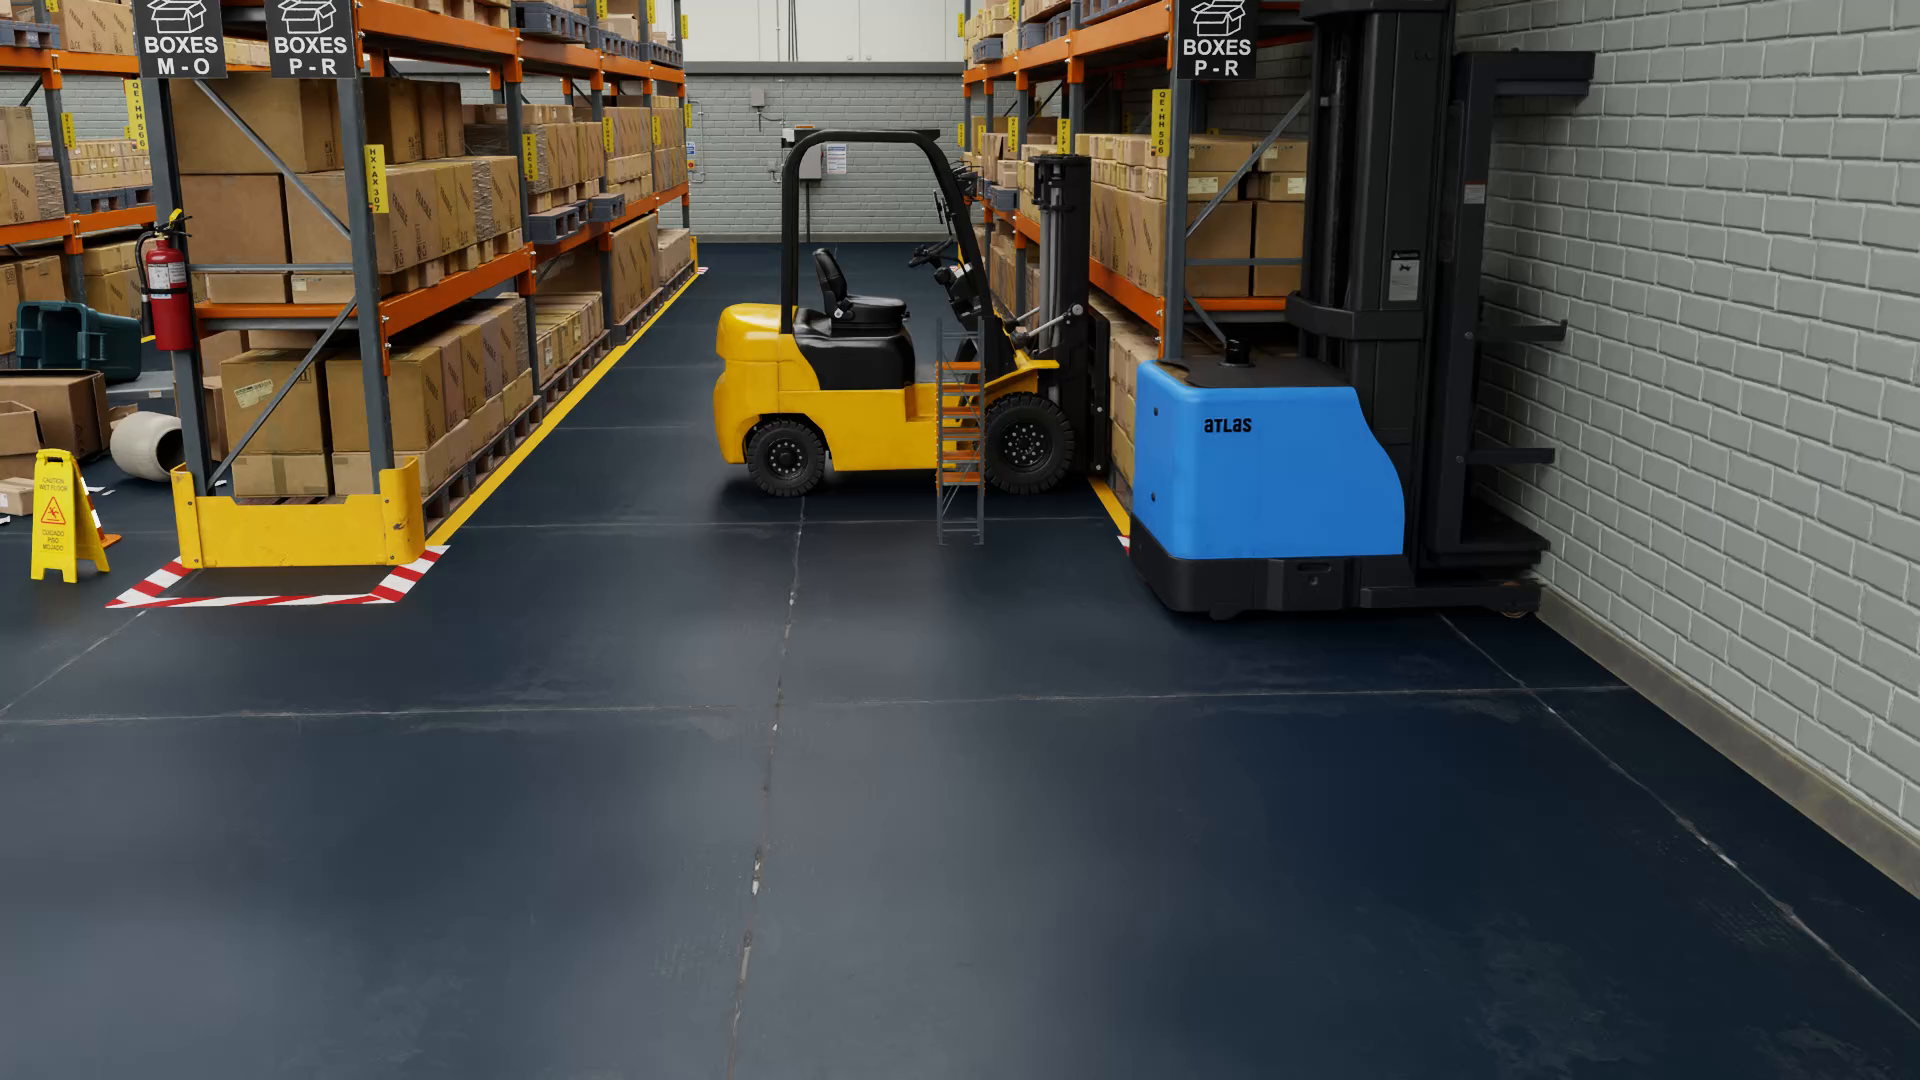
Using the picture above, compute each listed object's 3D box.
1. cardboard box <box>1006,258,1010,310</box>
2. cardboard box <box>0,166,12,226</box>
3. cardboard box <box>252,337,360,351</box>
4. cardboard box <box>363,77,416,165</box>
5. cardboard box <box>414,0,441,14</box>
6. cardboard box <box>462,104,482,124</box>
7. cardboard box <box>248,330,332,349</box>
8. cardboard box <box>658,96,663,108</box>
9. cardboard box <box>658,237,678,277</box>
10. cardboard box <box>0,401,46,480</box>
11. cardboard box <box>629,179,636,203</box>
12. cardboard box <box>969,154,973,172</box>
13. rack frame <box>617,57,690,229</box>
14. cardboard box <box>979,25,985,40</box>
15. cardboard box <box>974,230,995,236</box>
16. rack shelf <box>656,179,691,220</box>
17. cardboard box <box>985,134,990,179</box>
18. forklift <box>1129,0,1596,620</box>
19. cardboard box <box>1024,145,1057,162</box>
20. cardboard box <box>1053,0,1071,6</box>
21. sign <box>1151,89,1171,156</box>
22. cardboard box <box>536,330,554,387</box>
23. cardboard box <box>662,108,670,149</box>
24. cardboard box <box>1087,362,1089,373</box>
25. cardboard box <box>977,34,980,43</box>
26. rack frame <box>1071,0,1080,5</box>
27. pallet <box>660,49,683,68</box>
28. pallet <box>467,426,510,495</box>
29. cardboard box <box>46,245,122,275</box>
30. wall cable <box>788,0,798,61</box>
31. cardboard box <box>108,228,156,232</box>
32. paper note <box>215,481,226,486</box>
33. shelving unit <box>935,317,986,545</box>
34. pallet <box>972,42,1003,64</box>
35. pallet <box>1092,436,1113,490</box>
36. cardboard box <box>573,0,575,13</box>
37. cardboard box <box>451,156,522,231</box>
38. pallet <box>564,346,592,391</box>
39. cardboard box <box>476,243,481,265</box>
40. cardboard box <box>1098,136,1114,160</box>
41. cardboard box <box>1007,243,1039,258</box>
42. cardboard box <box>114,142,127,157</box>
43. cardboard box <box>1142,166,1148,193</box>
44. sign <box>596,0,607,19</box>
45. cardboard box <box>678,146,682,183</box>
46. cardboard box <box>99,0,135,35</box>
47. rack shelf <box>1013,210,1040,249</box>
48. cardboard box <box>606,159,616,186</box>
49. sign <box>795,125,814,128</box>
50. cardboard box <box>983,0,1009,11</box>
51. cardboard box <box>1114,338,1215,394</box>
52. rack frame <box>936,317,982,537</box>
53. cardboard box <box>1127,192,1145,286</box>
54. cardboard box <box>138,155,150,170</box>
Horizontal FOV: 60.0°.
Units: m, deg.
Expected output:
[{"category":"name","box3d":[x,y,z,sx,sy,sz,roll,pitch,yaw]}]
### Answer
[{"category":"cardboard box","box3d":[0.760,-2.756,17.894,0.500,0.500,0.500,0,14,-1]},{"category":"cardboard box","box3d":[-8.475,-2.920,14.155,0.500,0.500,0.500,-1,14,-4]},{"category":"cardboard box","box3d":[-3.747,-0.900,9.674,0.500,0.500,0.500,0,14,-1]},{"category":"cardboard box","box3d":[-3.702,-2.518,9.988,0.700,0.500,0.500,-1,14,-4]},{"category":"cardboard box","box3d":[-3.182,-3.080,9.461,0.380,0.149,0.250,-1,14,-3]},{"category":"cardboard box","box3d":[-3.959,-3.327,12.996,0.380,0.149,0.250,-1,14,-5]},{"category":"cardboard box","box3d":[-3.801,-1.174,9.440,0.380,0.149,0.250,0,14,-2]},{"category":"cardboard box","box3d":[-3.937,-5.509,20.910,0.380,0.149,0.250,-1,14,-5]},{"category":"cardboard box","box3d":[-4.133,-3.667,21.559,0.875,0.438,0.875,-1,14,-5]},{"category":"cardboard box","box3d":[-6.037,-0.529,10.071,0.797,0.503,0.637,-13,20,-42]},{"category":"cardboard box","box3d":[-3.787,-3.763,17.934,0.500,0.250,0.500,-1,14,-3]},{"category":"cardboard box","box3d":[0.386,-5.100,22.531,0.500,0.250,0.500,-1,14,-4]},{"category":"rack frame","box3d":[-4.393,-5.319,23.680,1.000,3.000,0.127,-1,14,-3]},{"category":"cardboard box","box3d":[0.412,-5.839,19.143,0.380,0.149,0.250,-1,14,-3]},{"category":"cardboard box","box3d":[0.451,-3.890,22.298,0.500,0.500,0.500,-1,14,-2]},{"category":"rack shelf","box3d":[-4.269,-4.473,21.836,1.077,0.370,4.000,-1,14,-3]},{"category":"cardboard box","box3d":[0.647,-4.401,19.069,0.700,0.500,0.500,-1,14,-3]},{"category":"forklift","box3d":[2.403,-1.190,7.771,3.031,2.935,1.130,-1,14,-6]},{"category":"cardboard box","box3d":[0.800,-3.620,15.572,0.380,0.149,0.250,-1,14,-2]},{"category":"cardboard box","box3d":[0.933,-4.264,13.020,0.380,0.149,0.250,-1,14,-4]},{"category":"sign","box3d":[1.010,-2.088,8.323,0.100,0.325,0.005,-1,14,-3]},{"category":"cardboard box","box3d":[-3.685,-1.396,12.863,0.950,0.372,0.625,-1,14,-3]},{"category":"cardboard box","box3d":[-3.979,-5.232,21.136,0.500,0.500,0.500,-1,14,-2]},{"category":"cardboard box","box3d":[1.079,-1.151,11.151,0.500,0.250,0.500,-1,14,-4]},{"category":"cardboard box","box3d":[0.486,-6.171,20.676,0.500,0.250,0.500,-1,14,-5]},{"category":"rack frame","box3d":[1.304,-5.318,11.635,1.000,3.000,0.127,-1,14,-3]},{"category":"pallet","box3d":[-4.337,-6.545,22.601,1.003,0.211,1.213,-1,14,-3]},{"category":"pallet","box3d":[-3.494,-0.514,10.599,1.003,0.211,1.213,-1,14,-3]},{"category":"cardboard box","box3d":[-8.633,-2.759,16.399,0.500,0.250,0.500,-2,15,-6]},{"category":"wall cable","box3d":[-1.493,-9.698,28.582,2.988,3.039,0.133,-1,14,-3]},{"category":"cardboard box","box3d":[-9.297,-3.391,18.855,0.500,0.250,0.500,-2,15,-6]},{"category":"paper note","box3d":[-4.653,-0.360,10.363,0.142,0.019,0.148,-6,16,-23]},{"category":"shelving unit","box3d":[0.001,-0.577,8.863,0.258,1.200,0.189,-1,14,-3]},{"category":"pallet","box3d":[0.779,-5.600,19.130,1.213,0.211,1.003,-1,14,-3]},{"category":"pallet","box3d":[1.390,-0.559,10.776,1.003,0.211,1.213,-1,14,-3]},{"category":"cardboard box","box3d":[-4.071,-5.127,15.864,0.797,0.503,0.637,-2,15,-7]},{"category":"cardboard box","box3d":[-3.374,-2.421,11.617,0.500,0.500,0.500,-1,14,-5]},{"category":"pallet","box3d":[-3.778,-1.482,14.363,1.003,0.211,1.213,-1,14,-3]},{"category":"cardboard box","box3d":[-3.273,-1.821,10.589,0.380,0.149,0.250,-1,14,-4]},{"category":"cardboard box","box3d":[1.116,-2.578,10.928,0.380,0.149,0.250,-1,14,-4]},{"category":"cardboard box","box3d":[0.719,-3.163,18.173,0.380,0.149,0.250,-2,15,-6]},{"category":"cardboard box","box3d":[-8.731,-3.977,16.930,0.380,0.149,0.250,0,14,-1]},{"category":"cardboard box","box3d":[1.247,-2.052,9.481,0.380,0.149,0.250,-1,14,-4]},{"category":"sign","box3d":[-3.356,-5.040,15.540,0.100,0.325,0.005,-1,14,-3]},{"category":"cardboard box","box3d":[-4.083,-5.127,22.731,0.500,0.500,0.500,-1,14,-5]},{"category":"cardboard box","box3d":[-9.115,-5.543,17.479,0.797,0.503,0.637,-1,14,-4]},{"category":"rack shelf","box3d":[1.180,-2.561,14.405,1.077,0.370,4.000,-1,14,-3]},{"category":"cardboard box","box3d":[-3.682,-3.629,16.408,0.500,0.250,0.500,-1,14,-4]},{"category":"sign","box3d":[-2.728,-7.168,29.208,0.339,0.242,0.001,-1,14,-3]},{"category":"cardboard box","box3d":[0.479,-6.249,19.307,0.396,0.266,0.258,-1,14,-4]},{"category":"cardboard box","box3d":[1.175,-1.010,9.601,0.500,0.250,0.500,-1,14,-2]},{"category":"rack frame","box3d":[-0.005,-0.600,8.951,0.240,1.200,0.006,-1,14,-3]},{"category":"cardboard box","box3d":[1.237,-1.713,9.465,0.500,0.500,0.500,0,14,-2]},{"category":"cardboard box","box3d":[-8.763,-3.964,17.479,0.380,0.149,0.250,0,14,-1]}]
